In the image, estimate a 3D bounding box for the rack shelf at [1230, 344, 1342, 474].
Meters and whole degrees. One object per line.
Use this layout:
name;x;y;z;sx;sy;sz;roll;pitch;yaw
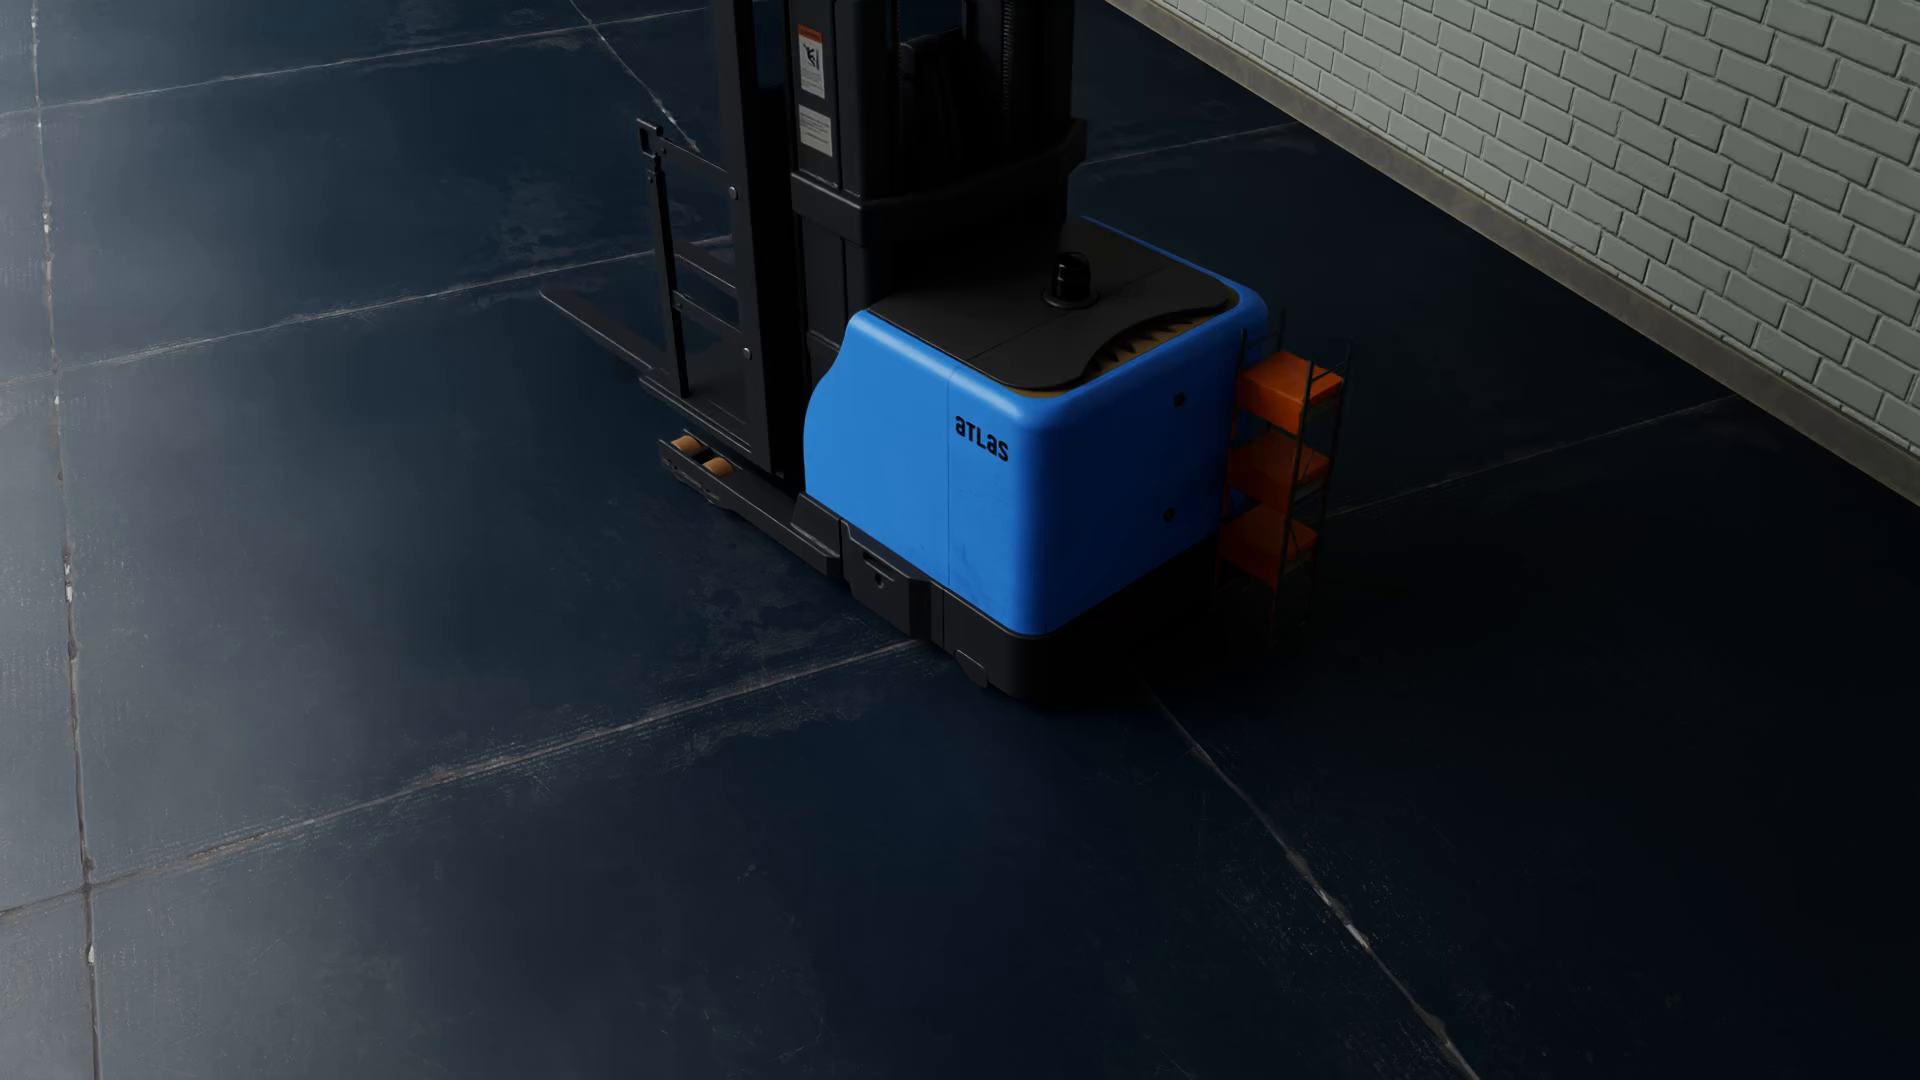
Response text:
rack shelf;0.973;-0.392;4.938;0.215;0.259;0.240;-29;45;-33

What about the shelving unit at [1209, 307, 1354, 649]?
shelving unit;0.973;-0.172;5.101;0.215;1.050;0.252;-29;45;-33

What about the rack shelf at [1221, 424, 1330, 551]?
rack shelf;0.973;-0.164;5.107;0.215;0.259;0.240;-29;45;-33

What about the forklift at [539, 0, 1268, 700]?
forklift;-0.436;-1.486;5.294;1.130;2.935;3.031;-29;45;-33

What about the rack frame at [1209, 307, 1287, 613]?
rack frame;0.890;-0.226;5.173;0.200;1.050;0.008;-29;45;-33

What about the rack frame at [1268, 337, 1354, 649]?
rack frame;1.055;-0.119;5.029;0.200;1.050;0.008;-29;45;-33

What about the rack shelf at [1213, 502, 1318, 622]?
rack shelf;0.973;0.060;5.273;0.215;0.259;0.240;-29;45;-33
